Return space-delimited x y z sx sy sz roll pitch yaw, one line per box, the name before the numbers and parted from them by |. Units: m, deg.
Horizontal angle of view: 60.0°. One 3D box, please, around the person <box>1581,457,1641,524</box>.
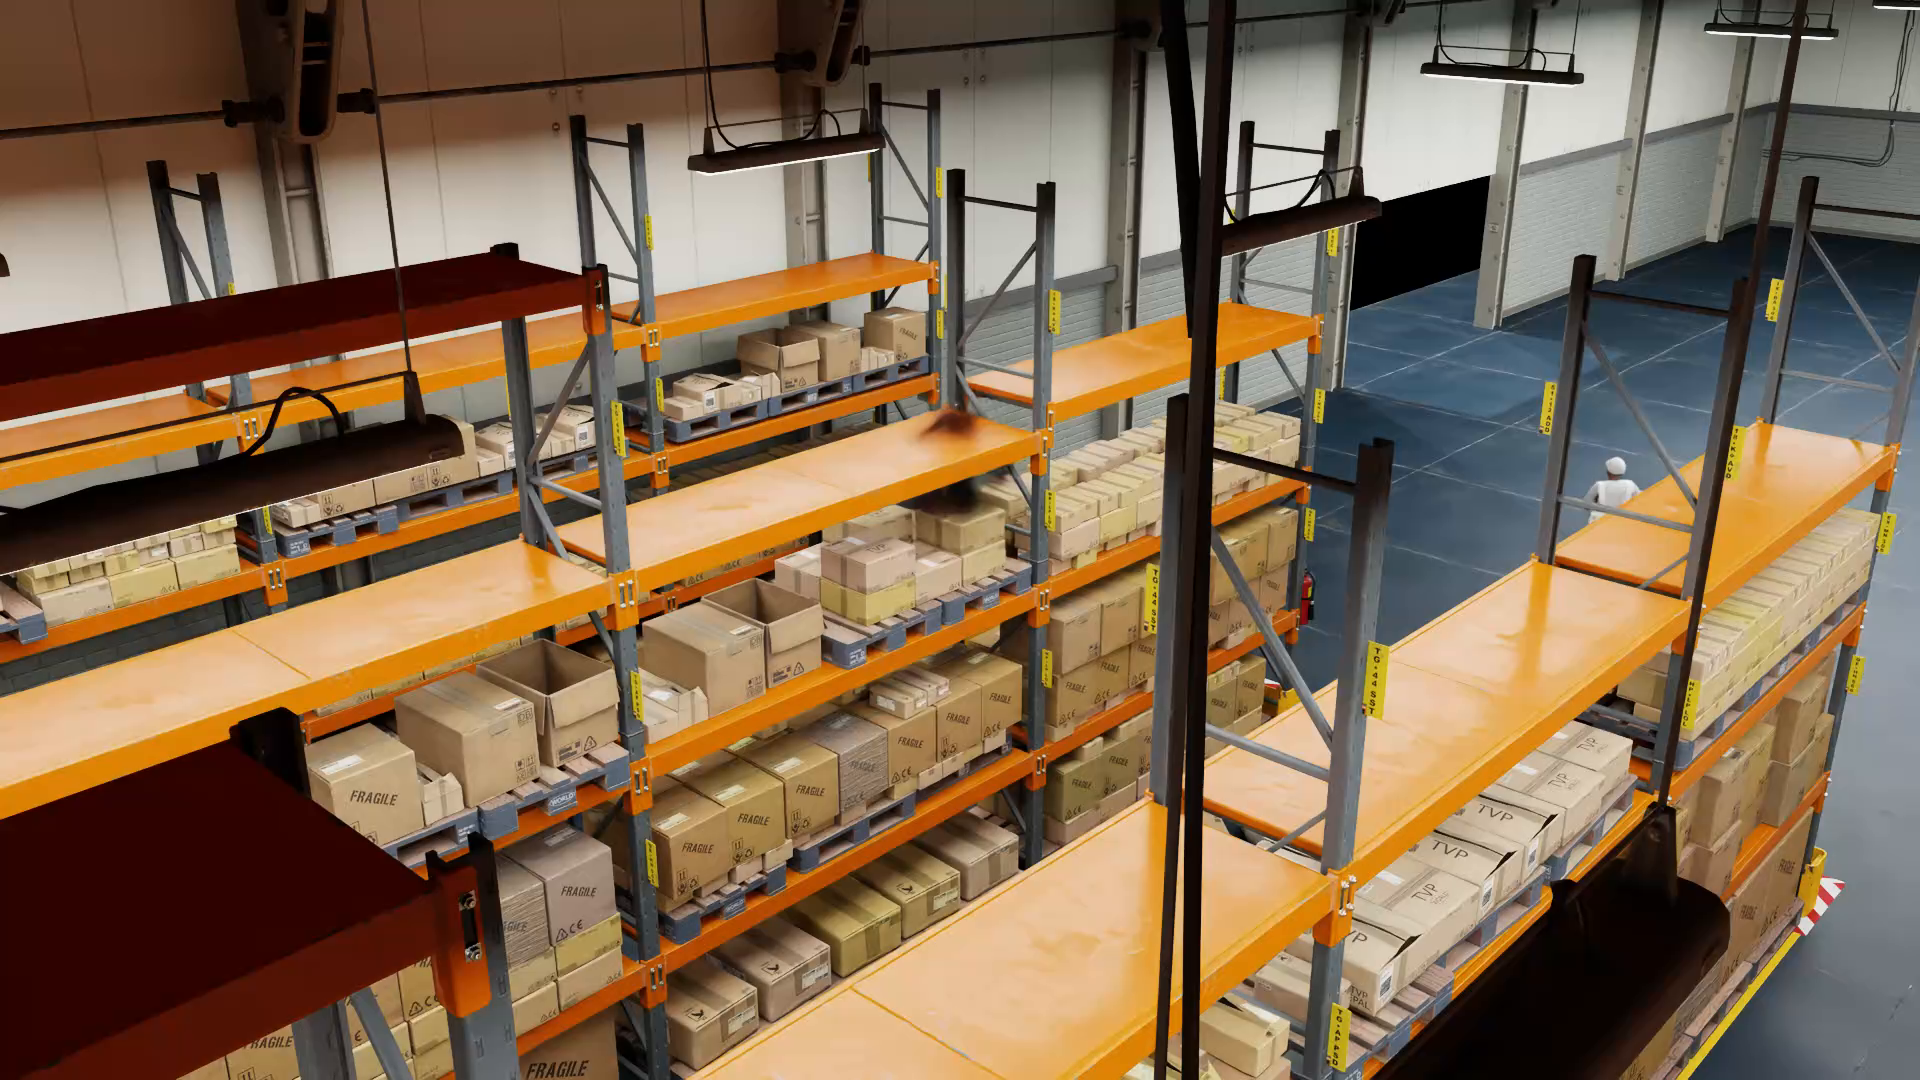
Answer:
person | 7.759 -0.160 19.961 0.695 1.763 0.964 -2 21 -4
